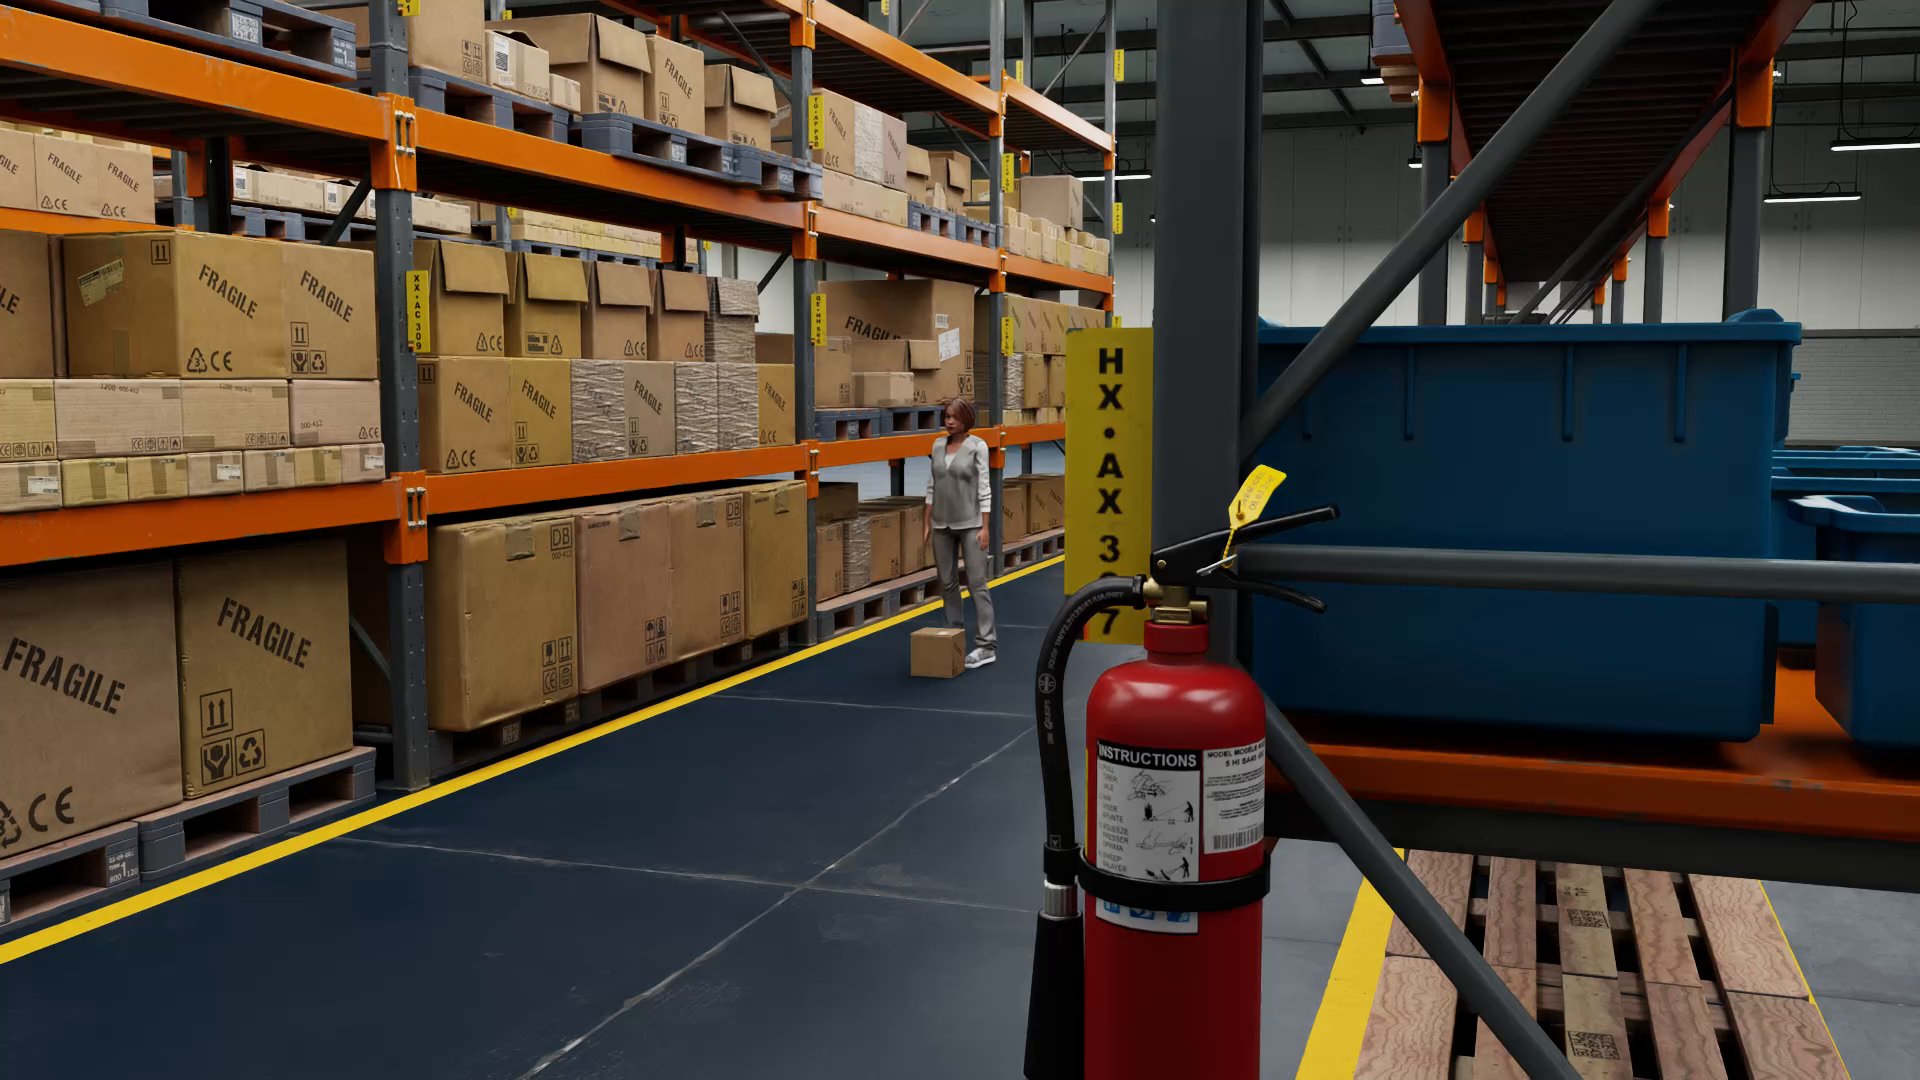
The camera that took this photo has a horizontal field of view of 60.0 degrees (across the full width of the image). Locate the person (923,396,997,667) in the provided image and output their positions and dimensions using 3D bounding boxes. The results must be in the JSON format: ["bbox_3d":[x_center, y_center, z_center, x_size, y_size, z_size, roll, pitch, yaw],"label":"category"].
[{"bbox_3d":[-0.010,-0.056,9.986,0.469,1.607,0.338,3,6,26],"label":"person"}]
